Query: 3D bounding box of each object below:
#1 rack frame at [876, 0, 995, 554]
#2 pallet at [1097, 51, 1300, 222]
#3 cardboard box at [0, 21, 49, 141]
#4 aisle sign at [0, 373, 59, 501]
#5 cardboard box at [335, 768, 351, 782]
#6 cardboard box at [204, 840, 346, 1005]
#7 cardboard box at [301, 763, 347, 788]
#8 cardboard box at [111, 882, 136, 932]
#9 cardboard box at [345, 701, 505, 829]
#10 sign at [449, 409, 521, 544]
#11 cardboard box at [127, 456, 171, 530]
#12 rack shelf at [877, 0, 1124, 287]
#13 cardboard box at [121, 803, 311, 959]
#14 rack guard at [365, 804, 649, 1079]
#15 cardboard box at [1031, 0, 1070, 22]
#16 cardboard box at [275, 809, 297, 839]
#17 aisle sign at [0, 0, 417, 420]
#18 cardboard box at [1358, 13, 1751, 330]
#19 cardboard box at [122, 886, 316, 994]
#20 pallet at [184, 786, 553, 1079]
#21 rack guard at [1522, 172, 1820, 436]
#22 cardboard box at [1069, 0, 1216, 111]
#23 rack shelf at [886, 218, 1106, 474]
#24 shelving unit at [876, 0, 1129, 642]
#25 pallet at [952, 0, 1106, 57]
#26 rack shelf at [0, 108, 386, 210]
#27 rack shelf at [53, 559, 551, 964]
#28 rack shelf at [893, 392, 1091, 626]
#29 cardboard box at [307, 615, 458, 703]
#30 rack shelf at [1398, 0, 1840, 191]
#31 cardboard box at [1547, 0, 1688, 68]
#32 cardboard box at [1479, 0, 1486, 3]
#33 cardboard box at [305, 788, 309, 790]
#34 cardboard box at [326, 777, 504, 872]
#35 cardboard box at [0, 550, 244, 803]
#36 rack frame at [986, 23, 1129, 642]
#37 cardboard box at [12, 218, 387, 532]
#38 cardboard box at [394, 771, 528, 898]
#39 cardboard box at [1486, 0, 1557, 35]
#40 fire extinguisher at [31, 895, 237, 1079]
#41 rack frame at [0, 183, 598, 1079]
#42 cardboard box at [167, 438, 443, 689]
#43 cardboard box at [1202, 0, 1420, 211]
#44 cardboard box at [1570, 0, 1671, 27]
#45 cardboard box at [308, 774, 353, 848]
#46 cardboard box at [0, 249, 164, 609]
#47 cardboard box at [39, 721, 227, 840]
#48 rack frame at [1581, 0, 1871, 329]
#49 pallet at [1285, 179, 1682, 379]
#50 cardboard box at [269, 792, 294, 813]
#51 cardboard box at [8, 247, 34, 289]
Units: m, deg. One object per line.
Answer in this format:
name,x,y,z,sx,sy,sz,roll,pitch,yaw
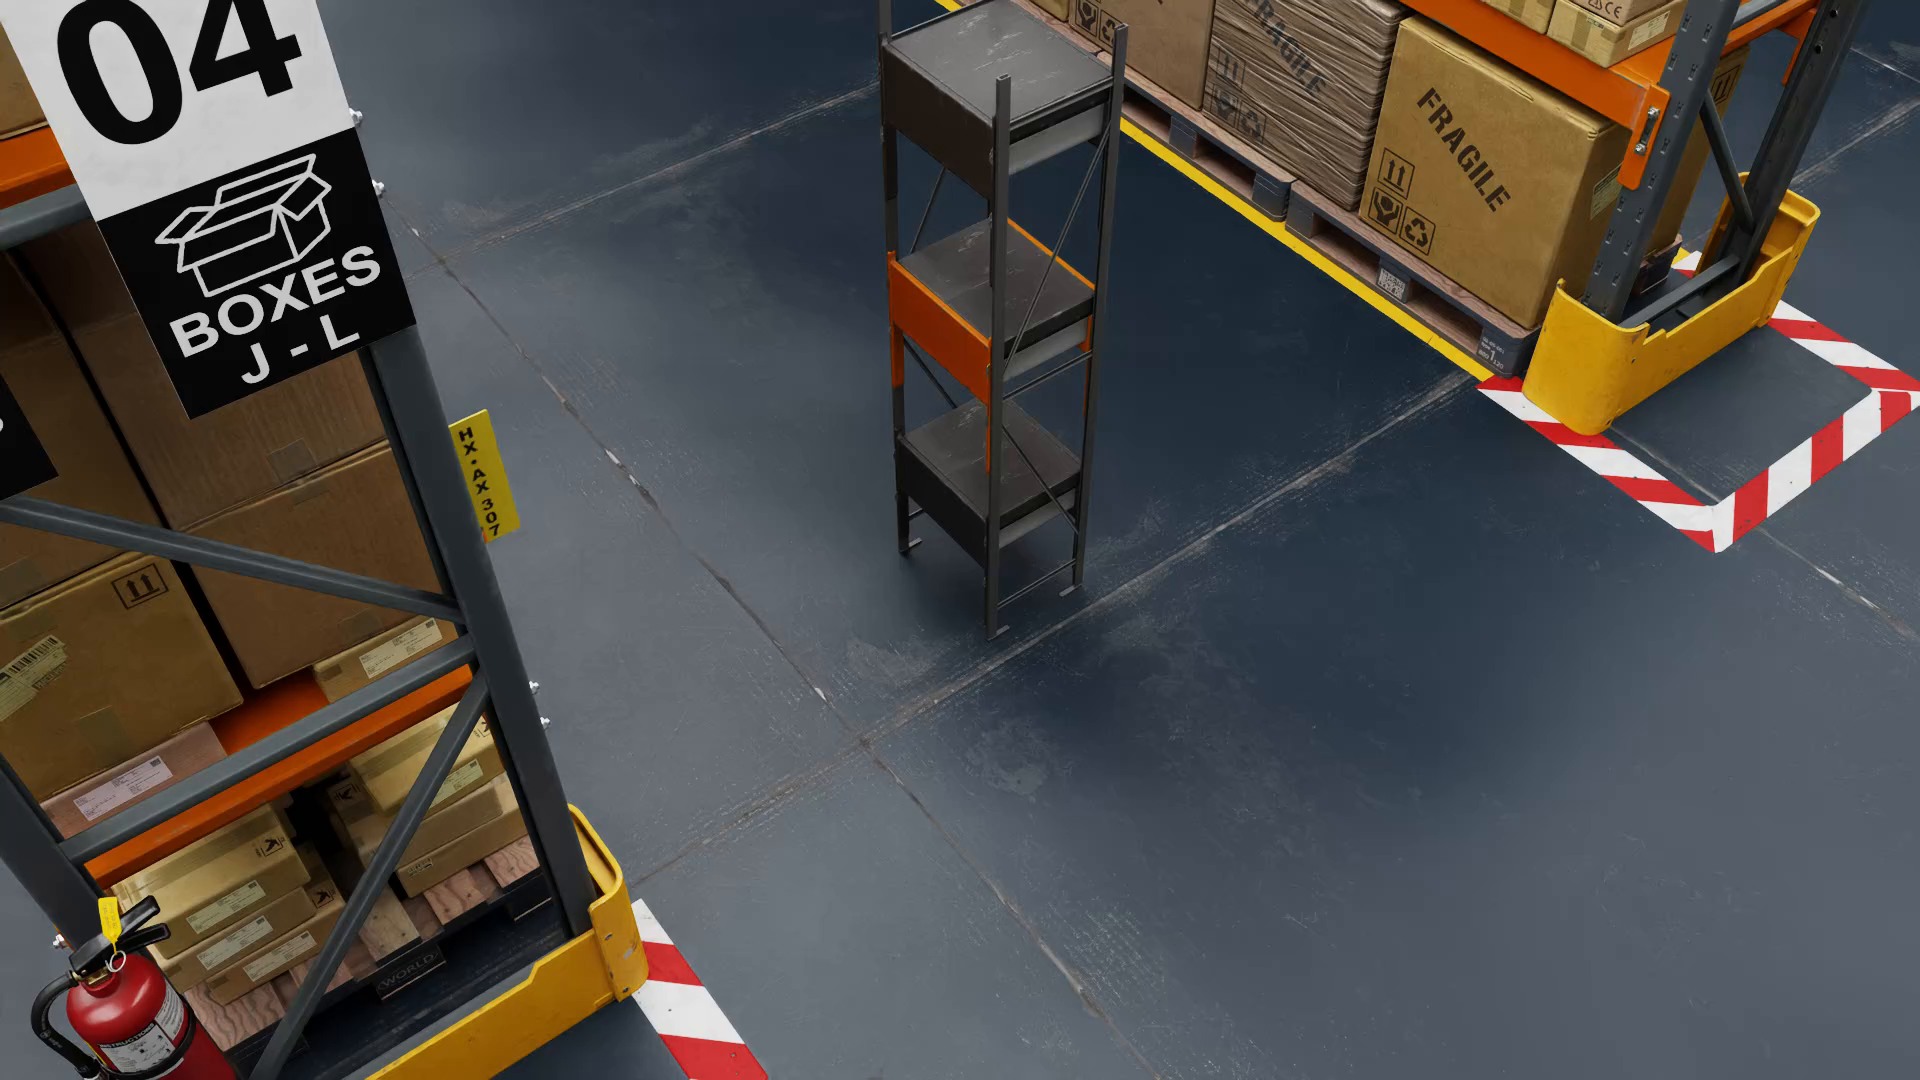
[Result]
rack frame,-0.048,-0.752,5.014,0.400,2.100,0.015,-29,54,-24
pallet,1.361,-1.965,7.389,1.003,0.211,1.213,-29,54,-24
cardboard box,-1.435,-0.918,2.634,0.500,0.250,0.500,-28,53,-23
aisle sign,-1.562,-0.277,2.222,0.394,0.787,0.004,-29,54,-24
cardboard box,-1.601,0.524,4.690,0.380,0.149,0.250,-30,54,-24
cardboard box,-1.852,1.018,4.443,0.380,0.149,0.250,-29,54,-23
cardboard box,-1.676,0.465,4.543,0.380,0.149,0.250,-28,54,-23
cardboard box,-2.088,0.912,4.539,0.380,0.149,0.250,-28,54,-23
cardboard box,-1.414,0.574,4.444,0.380,0.149,0.250,-32,55,-26
sign,-0.935,-0.116,3.246,0.100,0.325,0.005,-29,54,-24
cardboard box,-1.763,-0.408,3.827,0.500,0.500,0.500,-29,54,-24
rack shelf,0.100,-1.069,4.375,0.431,0.518,0.480,-29,54,-24
cardboard box,-1.889,0.837,4.206,0.380,0.149,0.250,-29,54,-24
rack guard,-1.413,1.213,4.313,1.175,0.500,0.348,-29,54,-24
cardboard box,0.556,-3.108,7.693,0.875,0.875,0.875,-29,54,-24
cardboard box,-2.029,0.774,4.464,0.380,0.149,0.250,-31,55,-25
aisle sign,-1.084,-0.546,2.466,0.394,0.787,0.004,-29,54,-24
cardboard box,2.190,-1.516,6.250,0.875,0.875,0.875,-29,54,-24
cardboard box,-1.914,0.952,4.302,0.380,0.149,0.250,-31,55,-25
pallet,-1.877,0.815,4.868,1.003,0.211,1.213,-29,54,-24
rack guard,2.656,-0.893,6.222,1.175,0.500,0.348,-29,54,-24
cardboard box,1.101,-2.577,7.212,0.875,0.875,0.875,-29,54,-24
rack shelf,0.100,-0.598,4.894,0.431,0.518,0.480,-29,54,-24
shelving unit,0.100,-0.608,4.884,0.431,2.100,0.503,-29,54,-24
pallet,0.618,-2.685,8.042,1.003,0.211,1.213,-29,54,-24
rack shelf,-2.578,-1.527,3.570,1.077,0.370,4.000,-29,54,-24
rack shelf,-2.578,-0.519,4.681,1.077,0.370,4.000,-29,54,-24
rack shelf,0.100,-0.128,5.412,0.431,0.518,0.480,-29,54,-24
cardboard box,-1.302,0.165,3.745,0.380,0.149,0.250,-30,54,-24
rack shelf,1.431,-2.684,6.645,1.077,0.370,4.000,-29,54,-24
cardboard box,2.164,-1.725,5.458,0.380,0.149,0.250,-28,54,-23
cardboard box,1.853,-2.026,5.732,0.380,0.149,0.250,-29,54,-24
cardboard box,-1.809,0.522,4.893,0.380,0.149,0.250,-29,54,-24
cardboard box,-1.480,0.711,4.521,0.380,0.149,0.250,-27,53,-23
cardboard box,-1.844,0.136,3.334,0.500,0.500,0.500,-28,54,-23
rack frame,0.248,-0.464,4.753,0.400,2.100,0.015,-29,54,-24
cardboard box,-1.428,-0.435,3.176,0.500,0.500,0.500,-30,54,-24
cardboard box,-1.429,0.783,4.657,0.380,0.149,0.250,-28,54,-23
cardboard box,2.005,-1.877,5.597,0.380,0.149,0.250,-29,54,-24
fire extinguisher,-1.582,0.925,3.190,0.296,0.674,0.183,-29,54,-24
rack frame,-1.367,0.419,3.346,1.000,3.000,0.127,-29,54,-24
cardboard box,-1.419,-0.104,3.551,0.500,0.500,0.500,-27,53,-22
cardboard box,1.639,-2.052,6.737,0.875,0.875,0.875,-29,54,-24
cardboard box,2.137,-1.963,5.405,0.500,0.250,0.500,-30,55,-25
cardboard box,-1.653,0.665,4.763,0.380,0.149,0.250,-30,54,-24
cardboard box,-1.842,-0.209,2.972,0.500,0.500,0.500,-30,55,-25
cardboard box,-1.789,0.437,3.498,0.380,0.149,0.250,-29,54,-24
rack frame,2.642,-1.747,5.309,1.000,3.000,0.127,-29,54,-24
pallet,2.095,-1.247,6.738,1.003,0.211,1.213,-29,54,-24
cardboard box,-1.996,0.663,4.364,0.380,0.149,0.250,-28,54,-23
cardboard box,-1.738,-0.729,3.443,0.500,0.500,0.500,-28,54,-23
